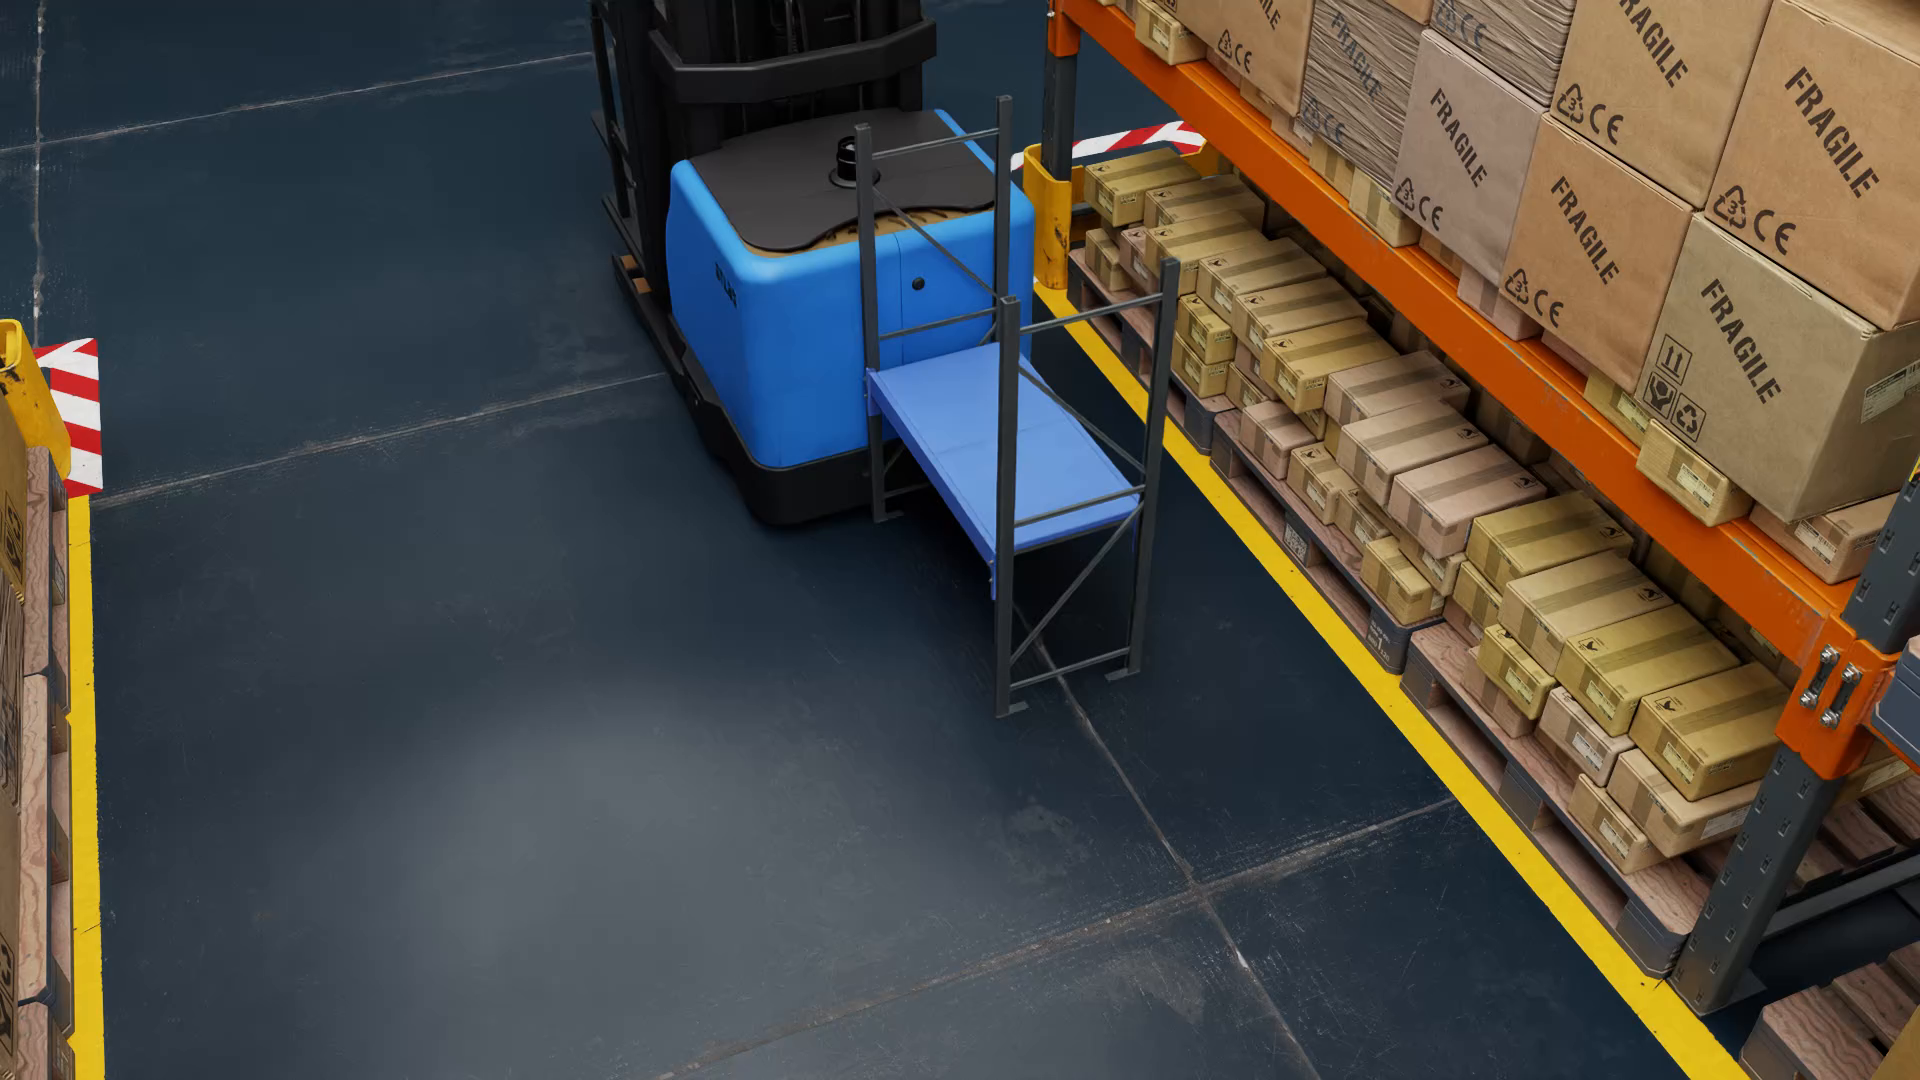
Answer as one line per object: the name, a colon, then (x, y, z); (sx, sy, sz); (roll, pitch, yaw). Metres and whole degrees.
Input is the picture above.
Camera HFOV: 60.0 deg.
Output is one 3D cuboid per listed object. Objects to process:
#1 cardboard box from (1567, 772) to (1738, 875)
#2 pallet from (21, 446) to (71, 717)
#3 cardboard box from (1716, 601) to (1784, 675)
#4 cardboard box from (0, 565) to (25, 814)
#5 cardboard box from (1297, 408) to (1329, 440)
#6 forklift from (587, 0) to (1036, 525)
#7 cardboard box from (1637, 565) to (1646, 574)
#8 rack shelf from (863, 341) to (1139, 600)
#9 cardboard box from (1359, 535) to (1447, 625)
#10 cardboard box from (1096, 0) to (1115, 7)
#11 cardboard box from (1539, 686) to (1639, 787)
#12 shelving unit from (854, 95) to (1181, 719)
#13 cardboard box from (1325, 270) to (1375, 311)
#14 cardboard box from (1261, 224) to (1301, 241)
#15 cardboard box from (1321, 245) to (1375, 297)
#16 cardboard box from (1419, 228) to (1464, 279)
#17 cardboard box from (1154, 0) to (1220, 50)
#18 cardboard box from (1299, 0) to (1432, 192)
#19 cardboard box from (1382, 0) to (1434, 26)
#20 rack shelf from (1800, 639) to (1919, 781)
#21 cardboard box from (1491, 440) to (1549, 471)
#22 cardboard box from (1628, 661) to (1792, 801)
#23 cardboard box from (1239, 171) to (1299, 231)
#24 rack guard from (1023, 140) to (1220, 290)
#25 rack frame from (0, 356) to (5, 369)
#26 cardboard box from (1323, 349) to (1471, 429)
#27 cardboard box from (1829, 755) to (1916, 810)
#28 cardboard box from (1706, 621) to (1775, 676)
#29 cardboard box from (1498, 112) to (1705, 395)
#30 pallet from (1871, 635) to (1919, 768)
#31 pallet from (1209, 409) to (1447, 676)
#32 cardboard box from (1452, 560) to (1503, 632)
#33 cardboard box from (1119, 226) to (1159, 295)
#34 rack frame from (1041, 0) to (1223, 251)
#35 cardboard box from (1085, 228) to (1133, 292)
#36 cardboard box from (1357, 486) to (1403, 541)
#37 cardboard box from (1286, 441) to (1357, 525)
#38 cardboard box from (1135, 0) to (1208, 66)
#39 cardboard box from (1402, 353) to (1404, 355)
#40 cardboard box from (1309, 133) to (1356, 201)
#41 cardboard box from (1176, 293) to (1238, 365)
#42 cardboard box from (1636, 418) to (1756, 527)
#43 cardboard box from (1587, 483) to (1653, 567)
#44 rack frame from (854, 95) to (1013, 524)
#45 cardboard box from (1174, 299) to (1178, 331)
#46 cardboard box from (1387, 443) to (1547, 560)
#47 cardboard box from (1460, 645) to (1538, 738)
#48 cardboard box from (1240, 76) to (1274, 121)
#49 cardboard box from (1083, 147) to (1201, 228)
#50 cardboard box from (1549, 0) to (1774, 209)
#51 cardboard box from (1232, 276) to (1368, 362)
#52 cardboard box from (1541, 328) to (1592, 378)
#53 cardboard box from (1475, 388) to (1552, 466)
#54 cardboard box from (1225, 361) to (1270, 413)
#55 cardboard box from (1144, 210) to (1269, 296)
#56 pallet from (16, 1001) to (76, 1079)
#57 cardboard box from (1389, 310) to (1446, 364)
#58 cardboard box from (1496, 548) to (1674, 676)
cardboard box: (1.885, 0.713, 4.485); (0.380, 0.149, 0.250); (-15, 43, -16)
pallet: (-3.424, 0.229, 5.322); (1.003, 0.211, 1.213); (-15, 43, -17)
cardboard box: (2.358, 0.199, 4.626); (0.380, 0.149, 0.250); (-13, 42, -15)
cardboard box: (-3.135, 0.270, 4.443); (0.875, 0.875, 0.875); (-15, 43, -17)
cardboard box: (1.339, -0.503, 5.671); (0.380, 0.149, 0.250); (-13, 42, -15)
forklift: (-0.795, -2.125, 5.974); (1.130, 2.935, 3.031); (-16, 43, -18)
cardboard box: (2.099, 0.022, 5.060); (0.380, 0.149, 0.250); (-17, 44, -19)
rack shelf: (0.129, -0.259, 5.176); (0.538, 0.185, 1.000); (-16, 43, -18)
cardboard box: (1.488, 0.090, 5.210); (0.380, 0.149, 0.250); (-15, 43, -17)
cardboard box: (0.640, -2.095, 6.078); (0.380, 0.149, 0.250); (-15, 43, -17)
cardboard box: (1.820, 0.481, 4.526); (0.380, 0.149, 0.250); (-17, 44, -19)
shelving unit: (0.129, -0.395, 5.059); (0.538, 1.500, 1.048); (-16, 43, -18)
cardboard box: (1.493, -0.911, 6.145); (0.380, 0.149, 0.250); (-16, 43, -17)
cardboard box: (1.335, -1.240, 6.528); (0.380, 0.149, 0.250); (-16, 43, -18)
cardboard box: (1.556, -1.053, 6.082); (0.380, 0.149, 0.250); (-17, 43, -19)
cardboard box: (1.522, -0.864, 4.647); (0.380, 0.149, 0.250); (-16, 43, -17)
cardboard box: (0.964, -1.962, 5.426); (0.500, 0.500, 0.500); (-15, 43, -17)
cardboard box: (1.340, -1.358, 4.724); (0.500, 0.500, 0.500); (-16, 43, -18)
cardboard box: (1.321, -1.733, 4.393); (0.500, 0.500, 0.500); (-16, 43, -18)
rack shelf: (3.115, 1.420, 2.350); (1.077, 0.370, 4.000); (-15, 43, -17)
cardboard box: (1.978, -0.317, 5.455); (0.380, 0.149, 0.250); (-15, 43, -17)
cardboard box: (1.973, 0.489, 4.288); (0.380, 0.149, 0.250); (-14, 43, -16)
cardboard box: (1.299, -1.349, 6.427); (0.380, 0.149, 0.250); (-14, 43, -16)
rack guard: (0.848, -1.473, 7.080); (1.175, 0.500, 0.348); (-15, 43, -17)
rack frame: (-3.802, -1.290, 4.950); (1.000, 3.000, 0.127); (-15, 43, -17)
cardboard box: (1.412, -0.455, 5.387); (0.380, 0.149, 0.250); (-15, 43, -17)
cardboard box: (2.507, 0.565, 4.657); (0.380, 0.149, 0.250); (-17, 44, -19)
cardboard box: (2.327, 0.323, 4.710); (0.380, 0.149, 0.250); (-15, 43, -17)
cardboard box: (1.706, -0.742, 4.008); (0.500, 0.500, 0.500); (-16, 43, -18)
pallet: (2.507, 0.512, 3.001); (1.003, 0.211, 1.213); (-15, 43, -17)
pallet: (1.589, -0.132, 5.741); (1.003, 0.211, 1.213); (-15, 43, -17)
cardboard box: (1.696, 0.149, 4.913); (0.380, 0.149, 0.250); (-15, 43, -16)
cardboard box: (0.835, -1.099, 6.364); (0.380, 0.149, 0.250); (-15, 43, -17)
rack frame: (0.819, -2.467, 6.318); (1.000, 3.000, 0.127); (-15, 43, -17)
cardboard box: (0.724, -1.150, 6.651); (0.380, 0.149, 0.250); (-14, 43, -16)
cardboard box: (1.496, -0.166, 5.279); (0.380, 0.149, 0.250); (-17, 44, -19)
cardboard box: (1.328, -0.221, 5.571); (0.380, 0.149, 0.250); (-15, 43, -17)
cardboard box: (0.829, -1.776, 5.708); (0.380, 0.149, 0.250); (-16, 43, -18)
cardboard box: (1.776, -0.631, 5.819); (0.380, 0.149, 0.250); (-13, 42, -15)
cardboard box: (1.284, -1.168, 5.000); (0.380, 0.149, 0.250); (-14, 43, -15)
cardboard box: (1.008, -0.792, 6.007); (0.380, 0.149, 0.250); (-14, 43, -16)
cardboard box: (1.825, -0.204, 3.879); (0.380, 0.149, 0.250); (-16, 43, -18)
cardboard box: (2.095, -0.093, 4.965); (0.380, 0.149, 0.250); (-16, 43, -18)
rack frame: (-0.076, -0.698, 5.412); (0.500, 1.500, 0.032); (-16, 43, -18)
cardboard box: (1.001, -0.865, 6.319); (0.380, 0.149, 0.250); (-15, 43, -16)
cardboard box: (1.520, -0.119, 4.996); (0.380, 0.149, 0.250); (-17, 44, -19)
cardboard box: (1.702, 0.393, 4.857); (0.380, 0.149, 0.250); (-16, 43, -18)
cardboard box: (1.136, -1.485, 5.369); (0.380, 0.149, 0.250); (-16, 43, -17)
cardboard box: (0.705, -1.370, 6.451); (0.380, 0.149, 0.250); (-17, 44, -19)
cardboard box: (1.717, -1.113, 3.672); (0.500, 0.500, 0.500); (-16, 43, -18)
cardboard box: (1.169, -0.752, 5.733); (0.380, 0.149, 0.250); (-14, 43, -15)
cardboard box: (1.742, -0.552, 4.284); (0.380, 0.149, 0.250); (-16, 43, -18)
cardboard box: (1.893, -0.410, 5.334); (0.380, 0.149, 0.250); (-17, 43, -19)
cardboard box: (1.183, -0.553, 5.957); (0.380, 0.149, 0.250); (-15, 43, -17)
cardboard box: (0.900, -1.051, 6.079); (0.380, 0.149, 0.250); (-15, 43, -17)
pallet: (-2.491, 1.699, 3.613); (1.003, 0.211, 1.213); (-15, 43, -17)
cardboard box: (1.708, -0.719, 5.694); (0.380, 0.149, 0.250); (-16, 43, -18)
cardboard box: (1.736, 0.197, 4.628); (0.380, 0.149, 0.250); (-15, 43, -17)
